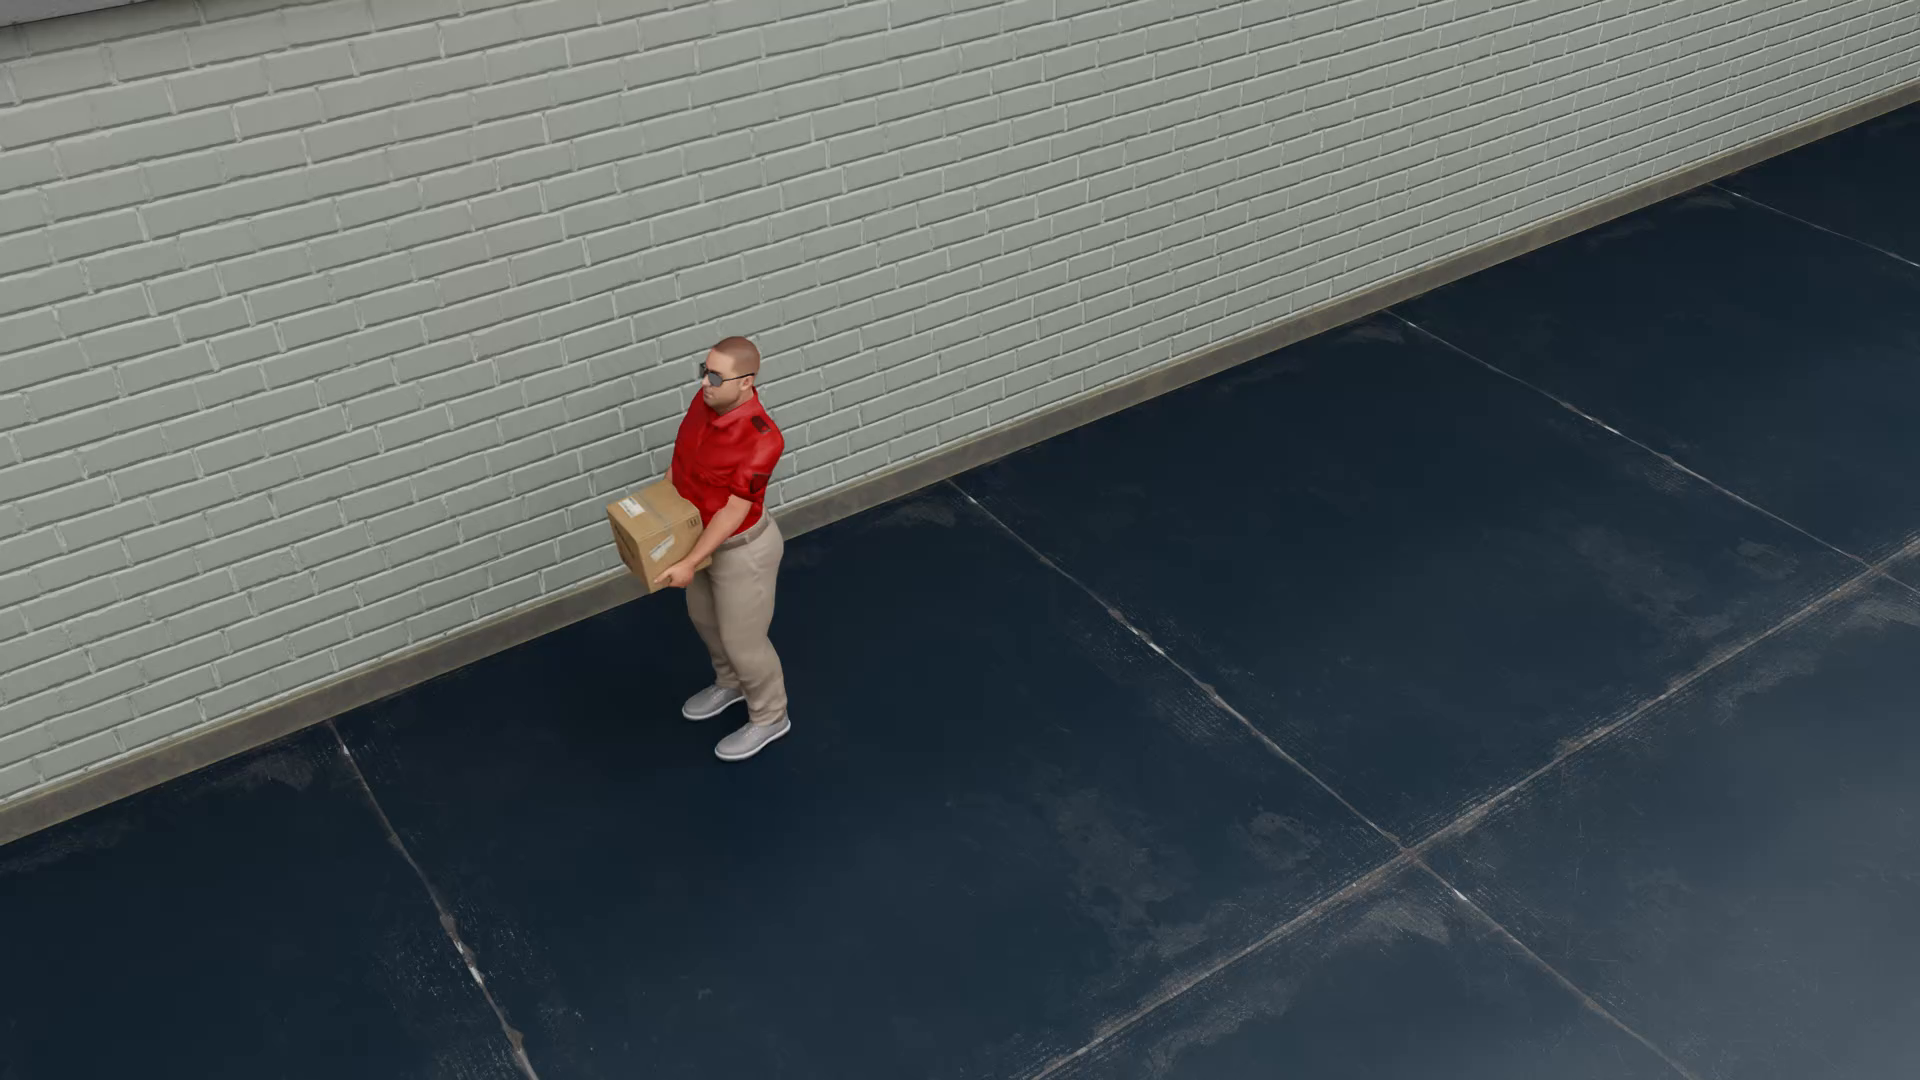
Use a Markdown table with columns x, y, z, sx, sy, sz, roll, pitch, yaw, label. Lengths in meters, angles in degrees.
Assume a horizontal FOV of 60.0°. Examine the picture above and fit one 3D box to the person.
| x | y | z | sx | sy | sz | roll | pitch | yaw | label |
| --- | --- | --- | --- | --- | --- | --- | --- | --- | --- |
| -0.919 | 0.062 | 6.088 | 0.538 | 1.712 | 0.493 | -22 | 42 | -27 | person |
